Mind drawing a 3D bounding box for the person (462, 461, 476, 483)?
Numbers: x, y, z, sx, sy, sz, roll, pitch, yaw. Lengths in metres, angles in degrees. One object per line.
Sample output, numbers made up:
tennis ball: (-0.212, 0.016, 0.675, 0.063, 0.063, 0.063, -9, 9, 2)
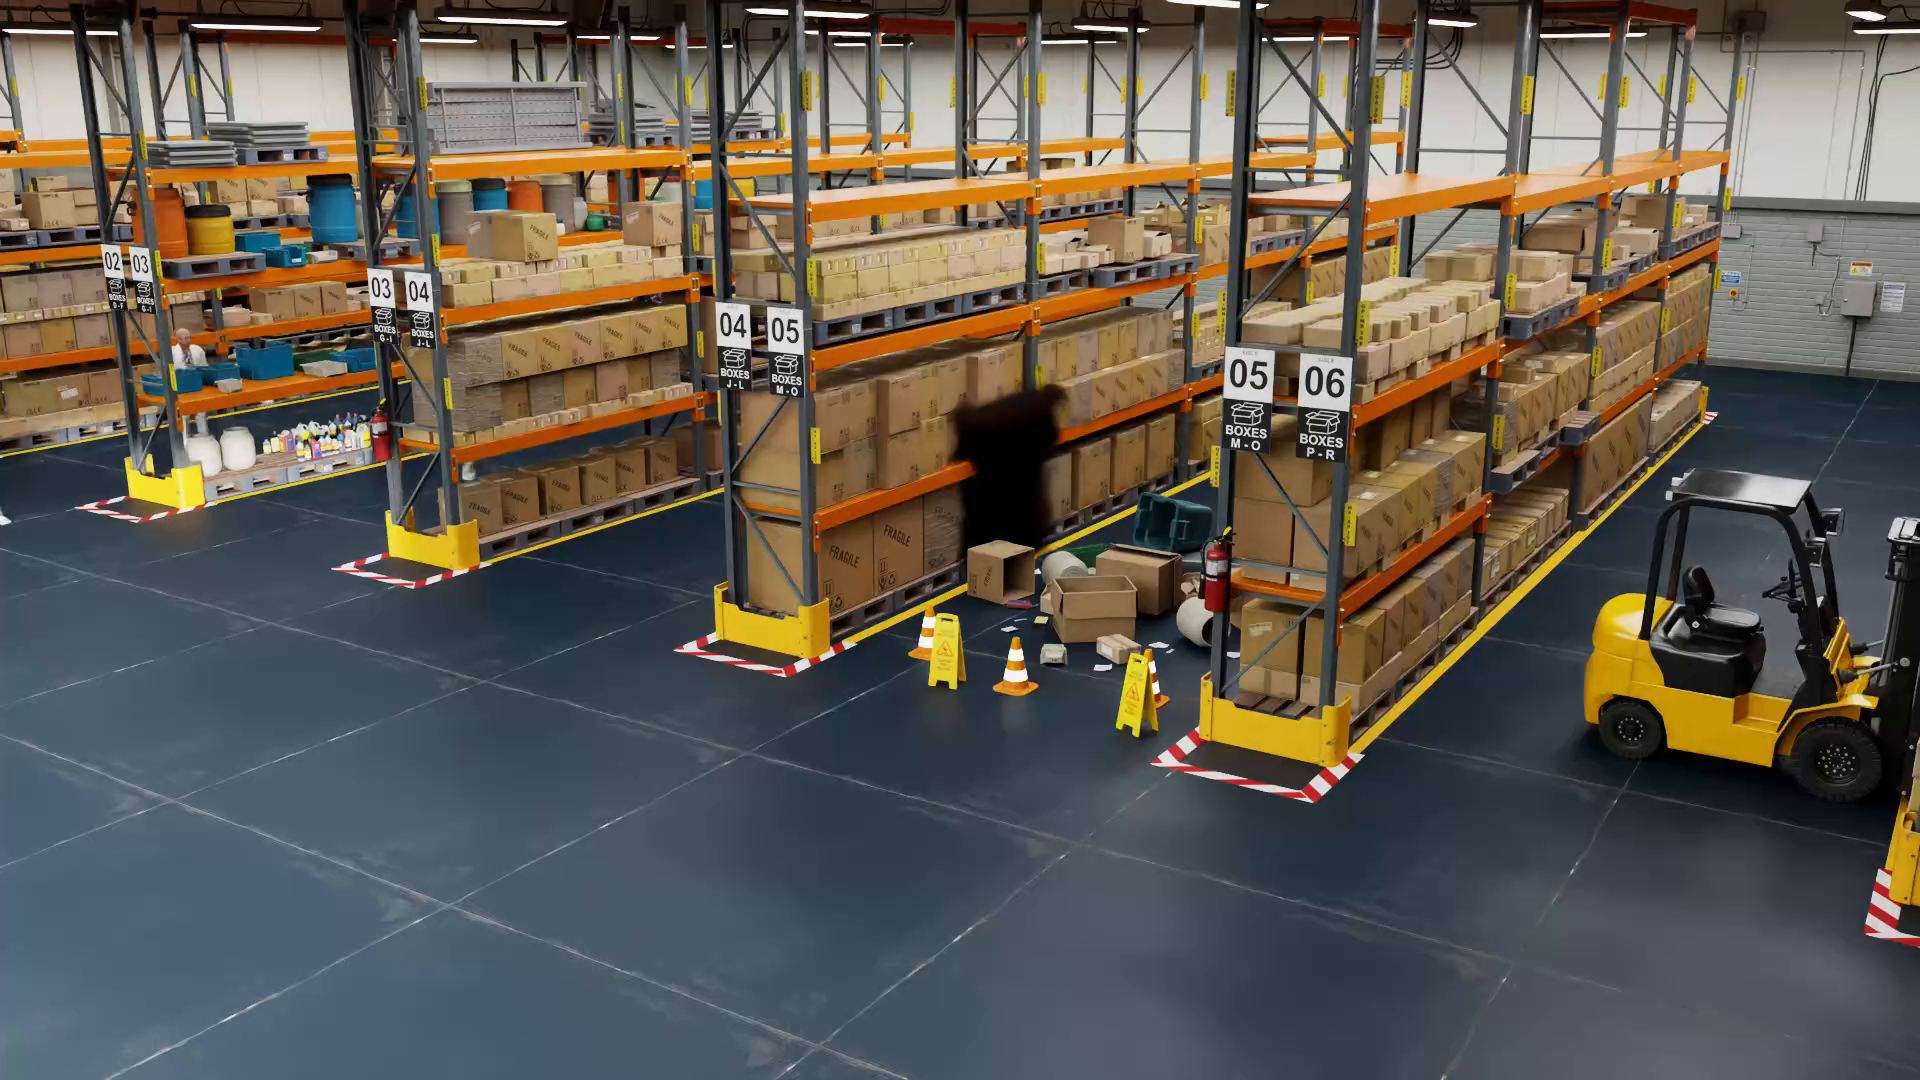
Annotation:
person: (-6.301, -1.351, 20.886, 0.579, 1.833, 0.390, -3, 16, -12)

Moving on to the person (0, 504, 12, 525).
person: (-11.732, -0.948, 19.716, 0.915, 1.536, 0.425, 9, 18, 29)

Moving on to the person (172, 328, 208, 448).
person: (-10.854, -1.998, 23.418, 0.624, 1.603, 0.416, -7, 17, -23)
